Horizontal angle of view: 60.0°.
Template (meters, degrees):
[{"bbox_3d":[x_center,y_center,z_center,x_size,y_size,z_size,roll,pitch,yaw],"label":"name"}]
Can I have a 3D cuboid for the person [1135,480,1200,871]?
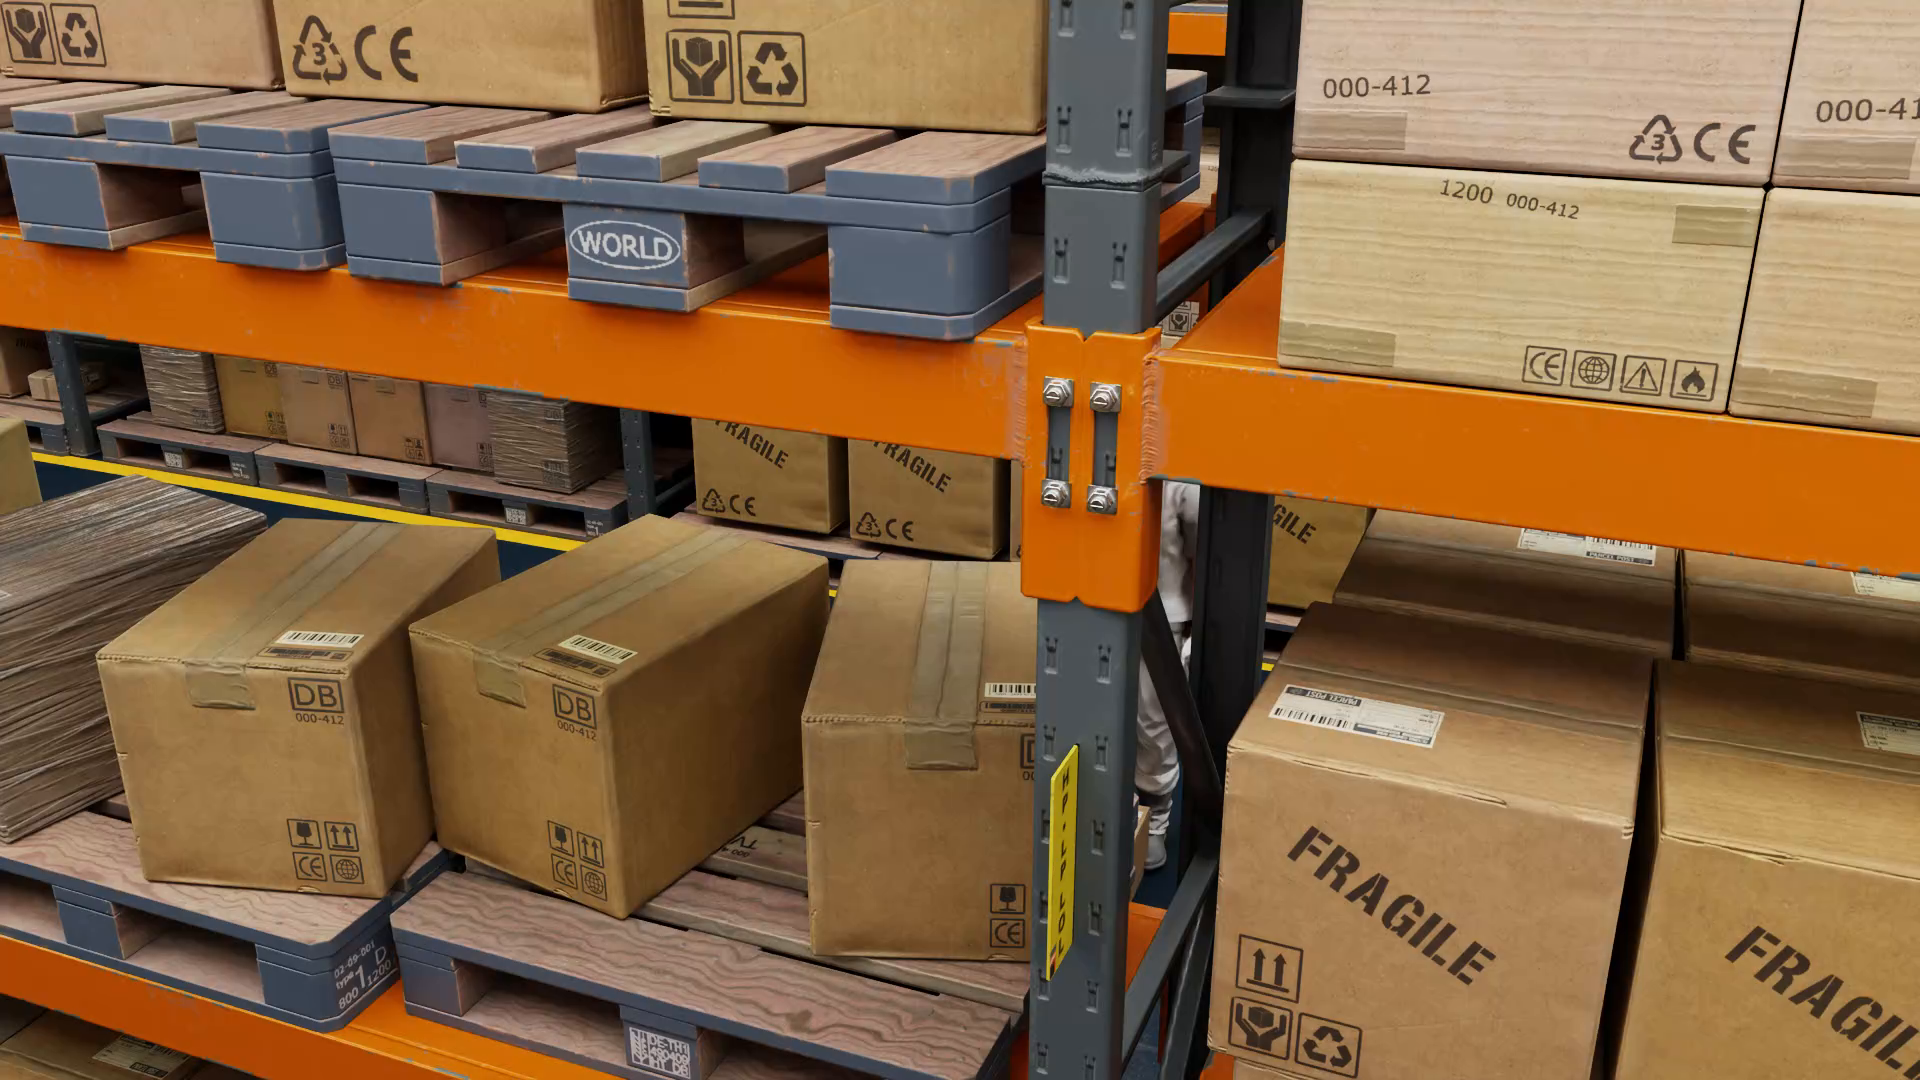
[{"bbox_3d":[0.591,0.307,5.813,0.607,1.780,0.449,9,24,20],"label":"person"}]
